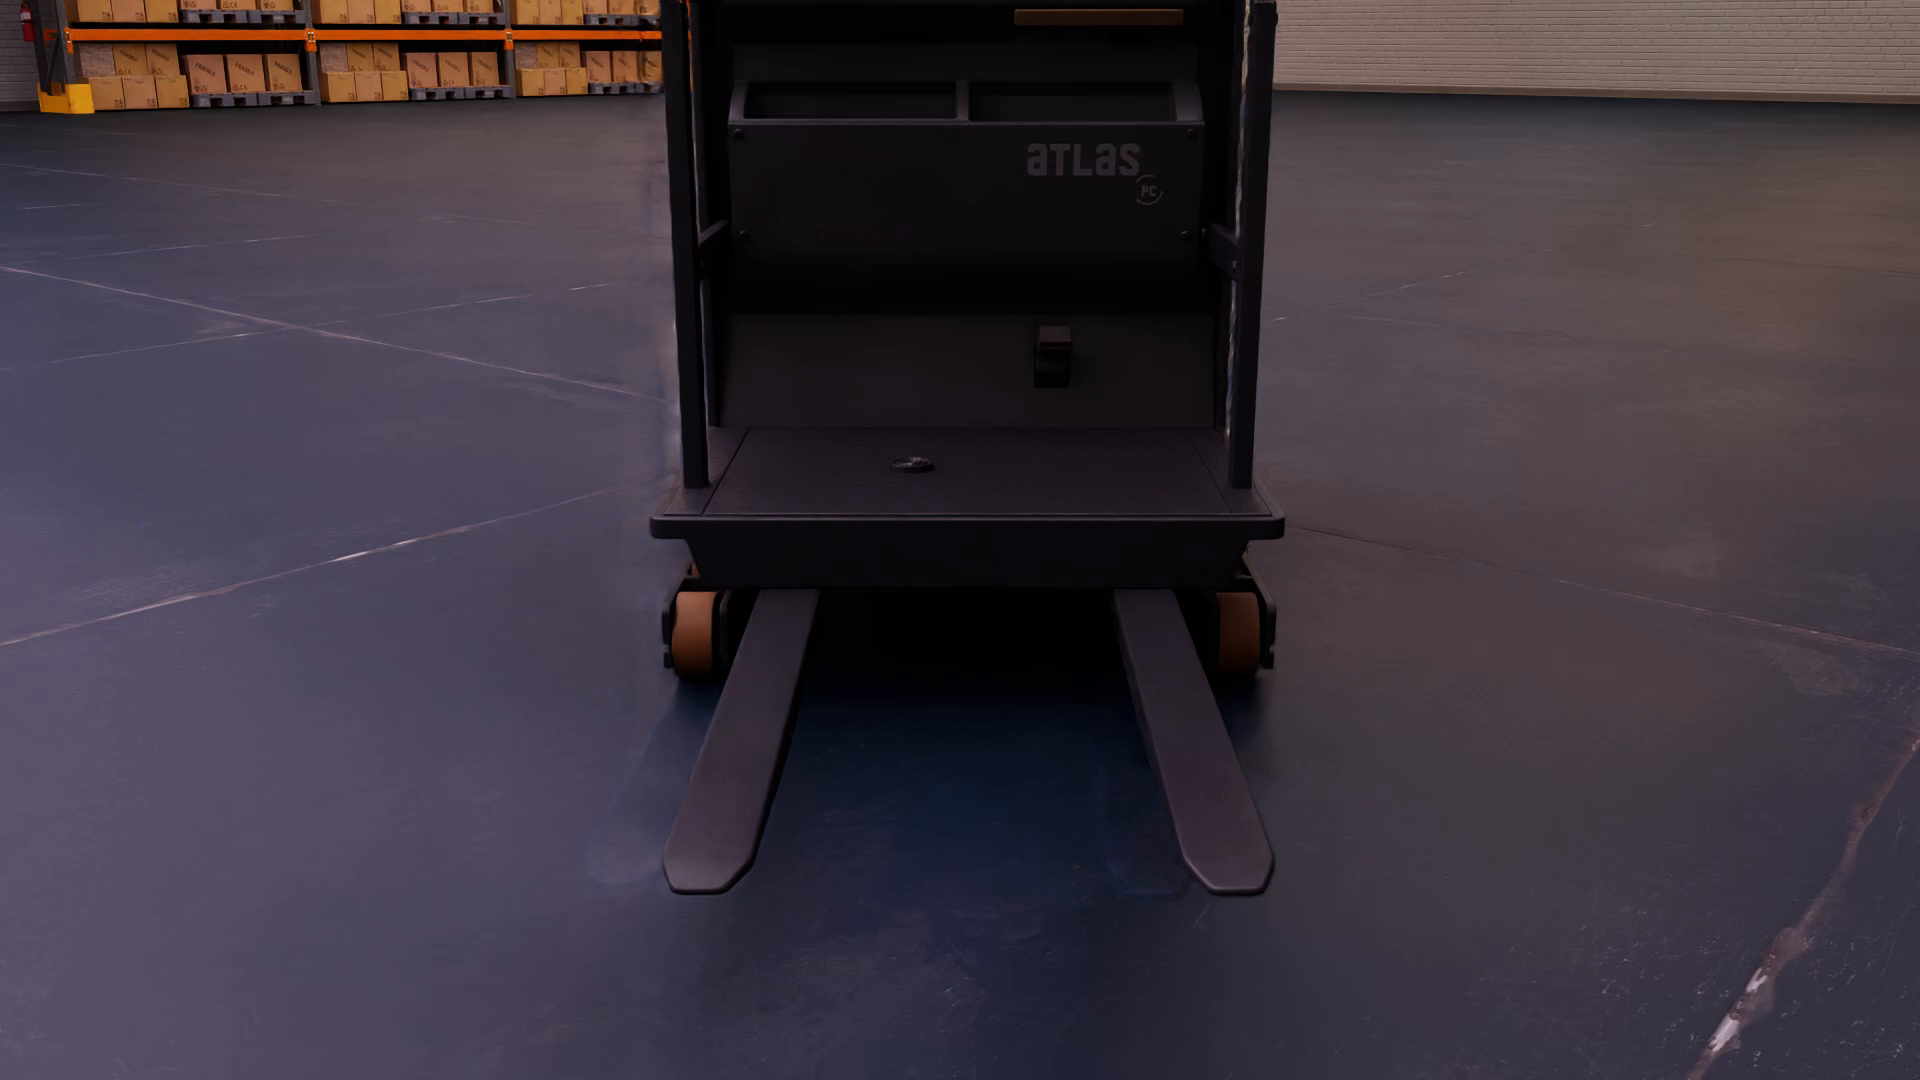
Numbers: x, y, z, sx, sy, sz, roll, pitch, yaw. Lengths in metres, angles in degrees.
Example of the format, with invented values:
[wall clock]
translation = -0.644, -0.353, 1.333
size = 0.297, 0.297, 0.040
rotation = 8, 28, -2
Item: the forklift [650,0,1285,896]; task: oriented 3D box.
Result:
[forklift]
translation = 0.014, -1.234, 2.961
size = 1.130, 2.935, 3.031
rotation = 0, 17, 0
